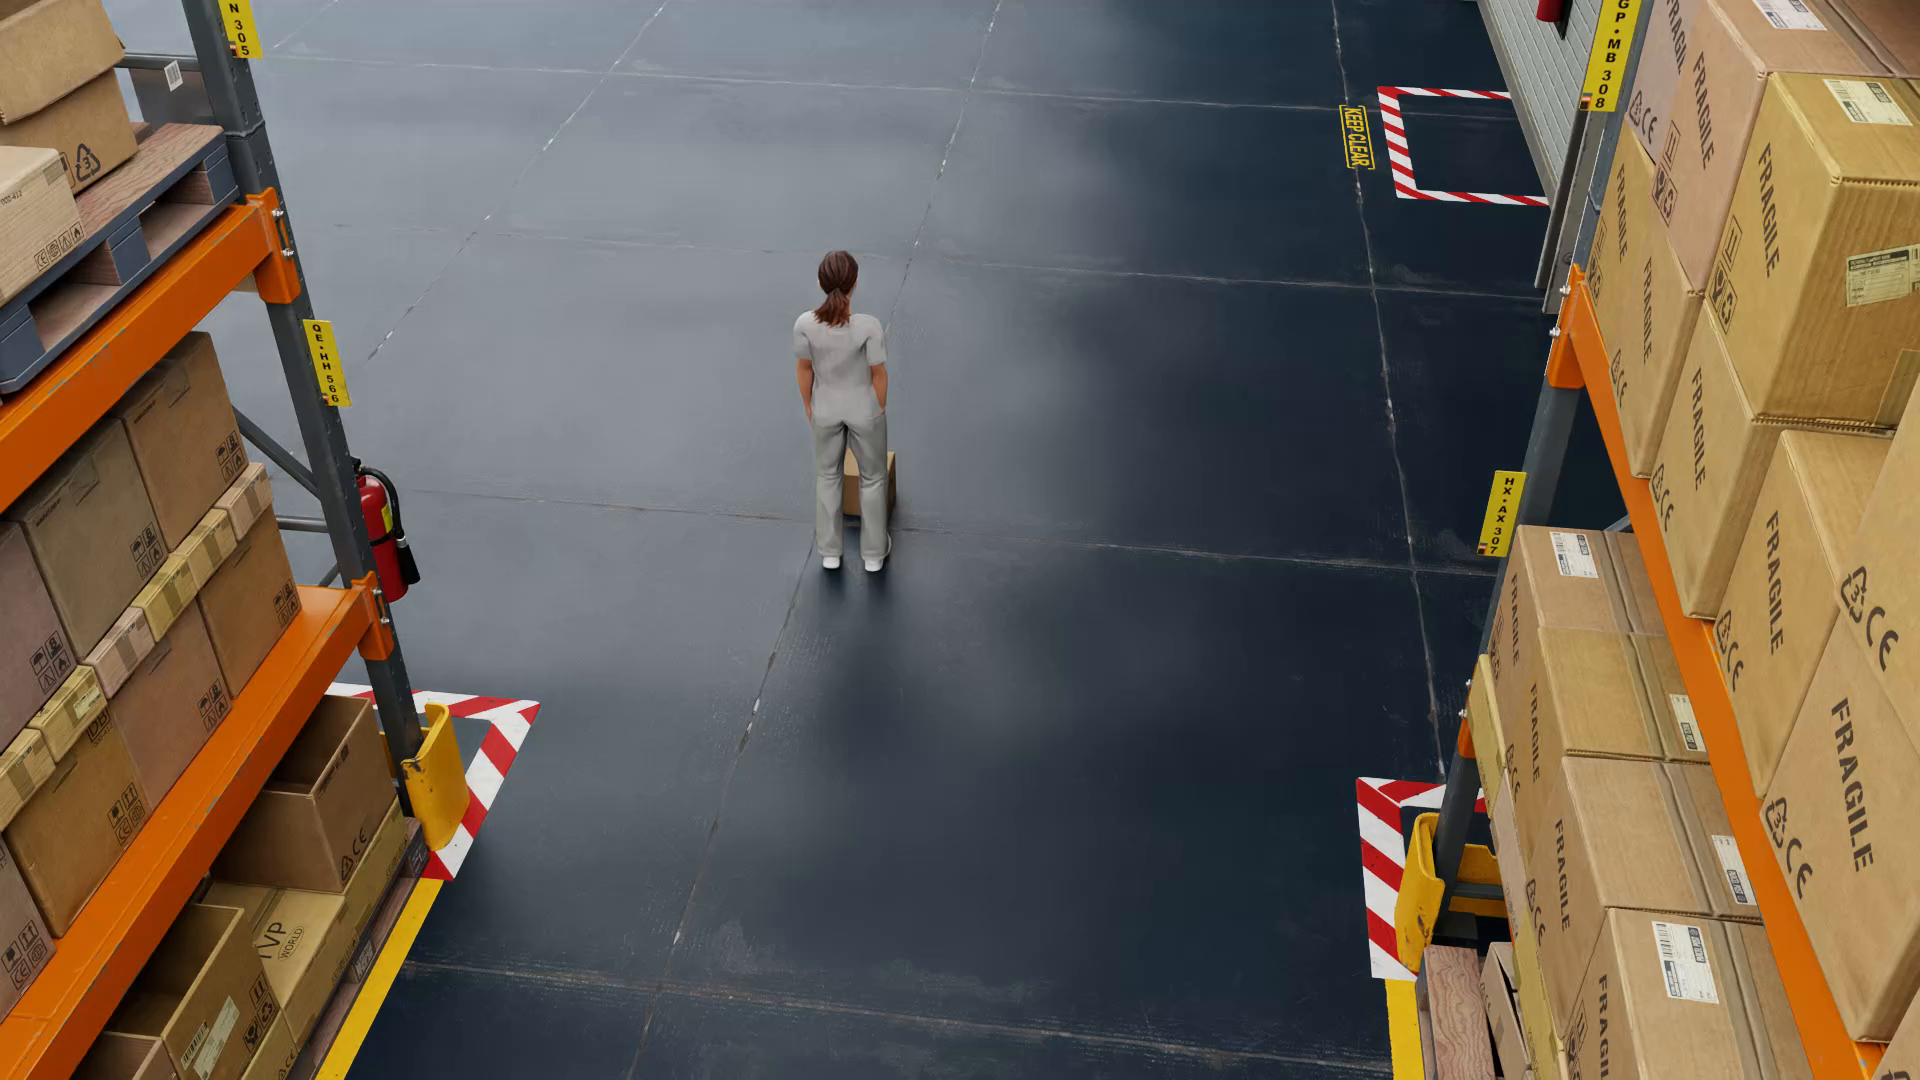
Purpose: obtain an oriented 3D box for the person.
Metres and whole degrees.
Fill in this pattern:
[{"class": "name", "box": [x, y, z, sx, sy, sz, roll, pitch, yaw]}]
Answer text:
[{"class": "person", "box": [-0.546, -0.587, 7.852, 0.440, 1.681, 0.365, 5, 37, 7]}]
